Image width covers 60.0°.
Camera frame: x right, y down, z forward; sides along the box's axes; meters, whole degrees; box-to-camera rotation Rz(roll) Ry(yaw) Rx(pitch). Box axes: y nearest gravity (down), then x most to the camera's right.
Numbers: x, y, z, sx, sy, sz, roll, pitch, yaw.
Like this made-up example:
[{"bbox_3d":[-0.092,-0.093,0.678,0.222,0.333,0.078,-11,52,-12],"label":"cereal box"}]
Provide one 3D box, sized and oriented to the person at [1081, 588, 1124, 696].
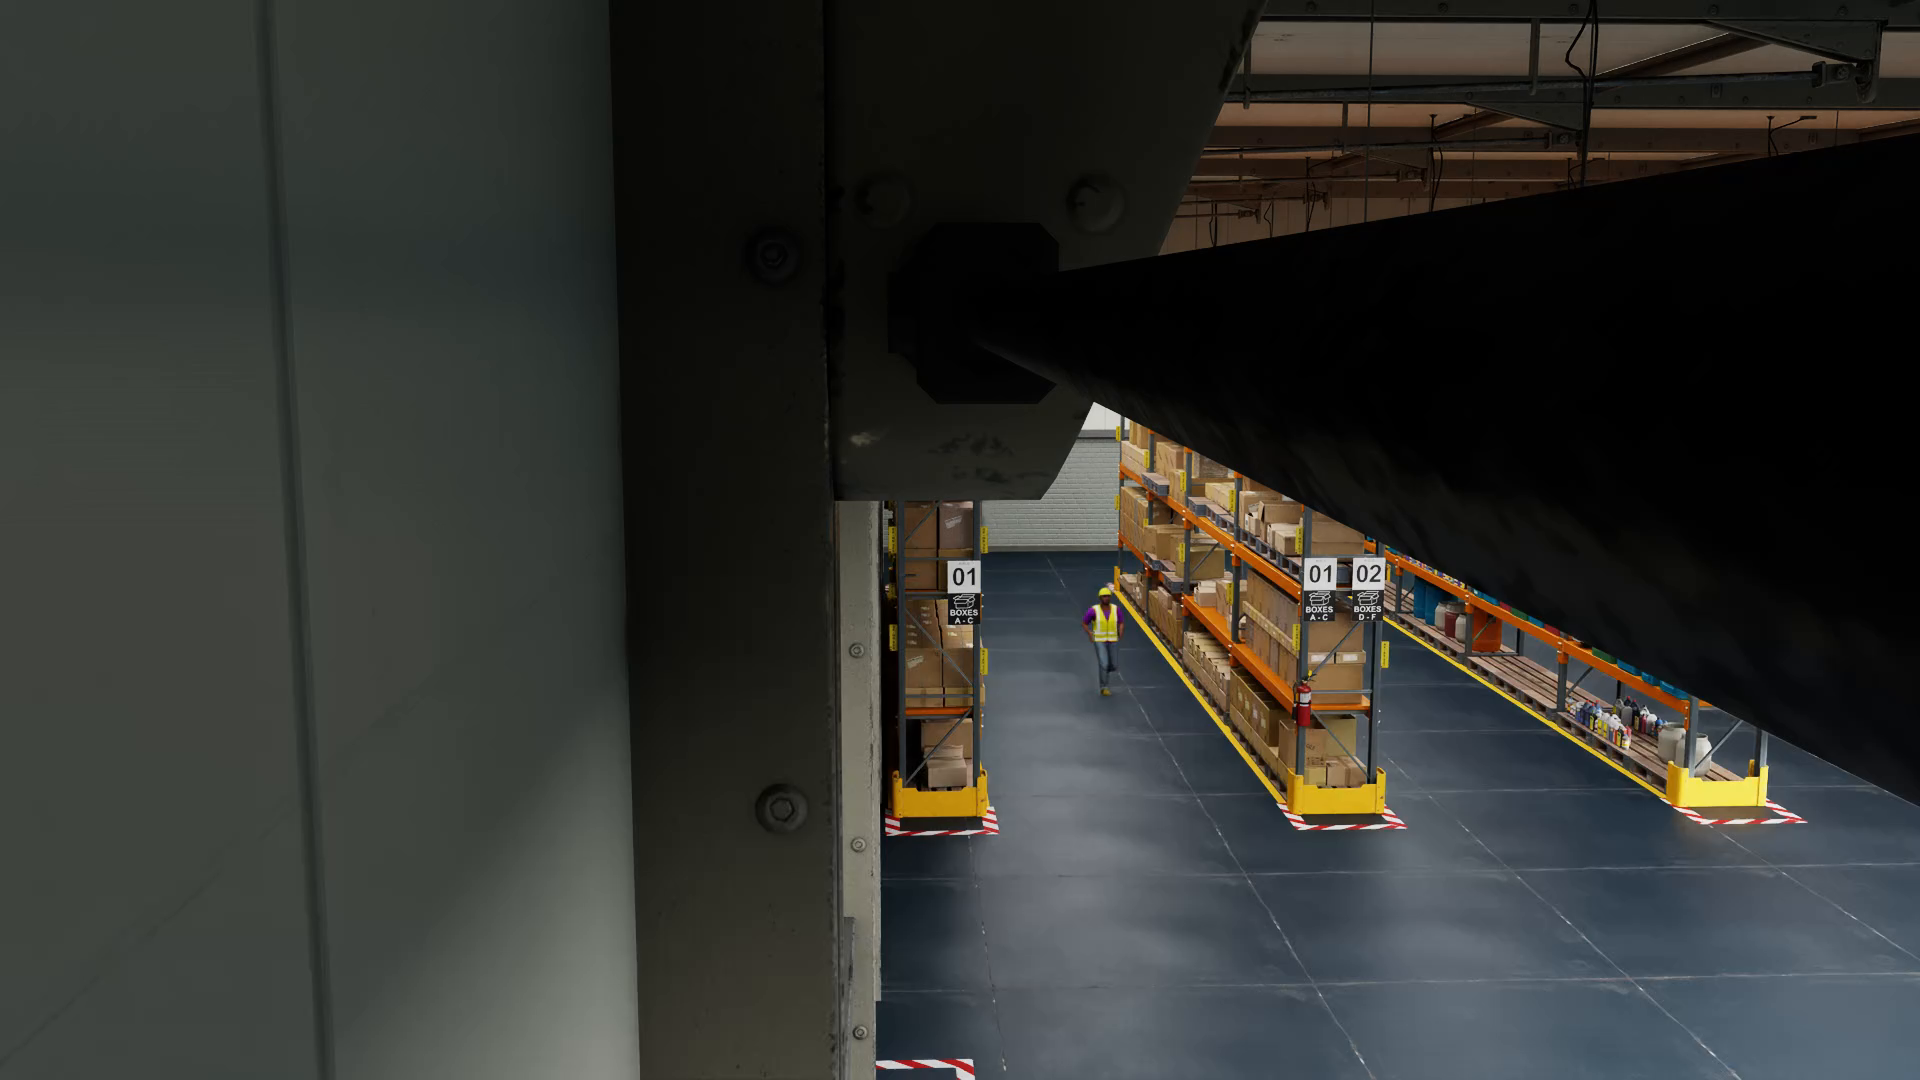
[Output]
[{"bbox_3d":[2.325,1.625,26.854,0.704,1.723,0.696,-2,8,-11],"label":"person"}]
